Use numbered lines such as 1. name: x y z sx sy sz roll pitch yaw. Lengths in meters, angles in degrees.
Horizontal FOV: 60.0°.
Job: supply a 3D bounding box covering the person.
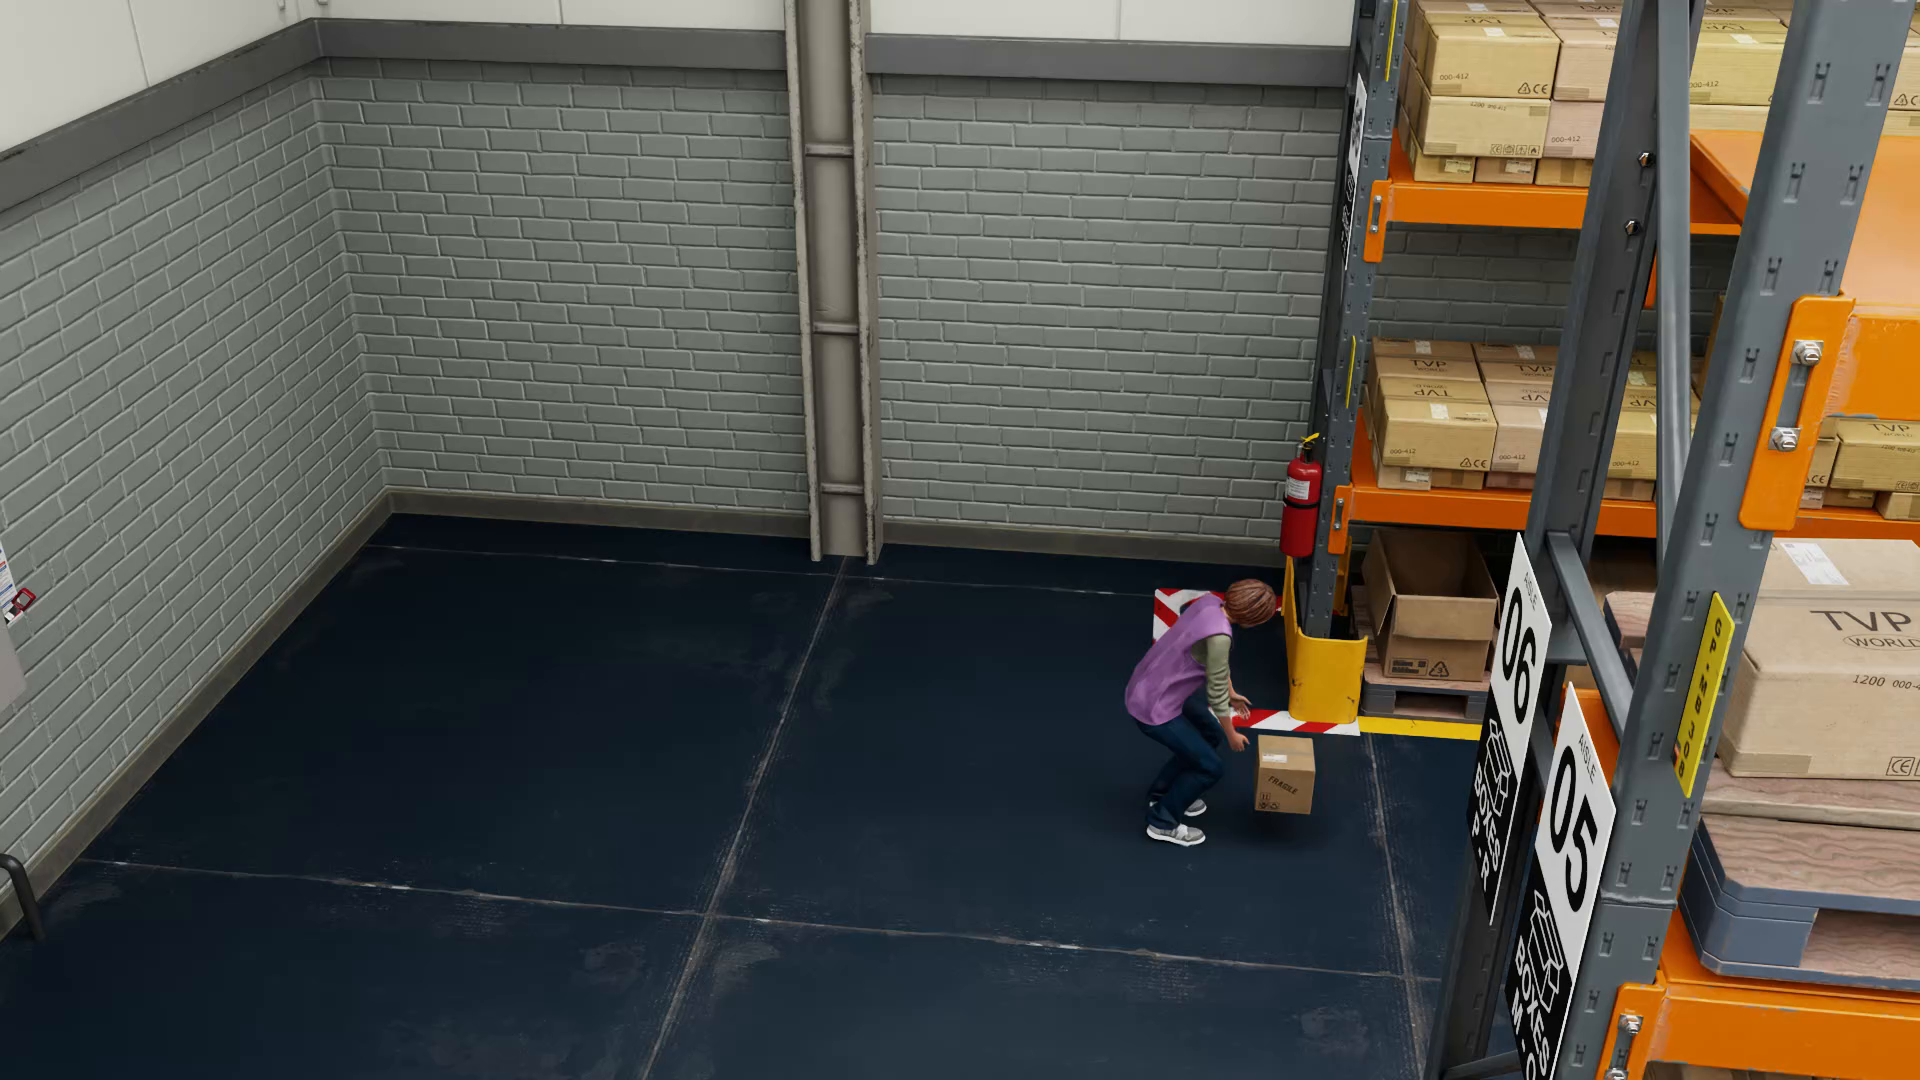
1. person: 1.082 0.813 7.598 0.710 1.175 0.464 3 29 6
